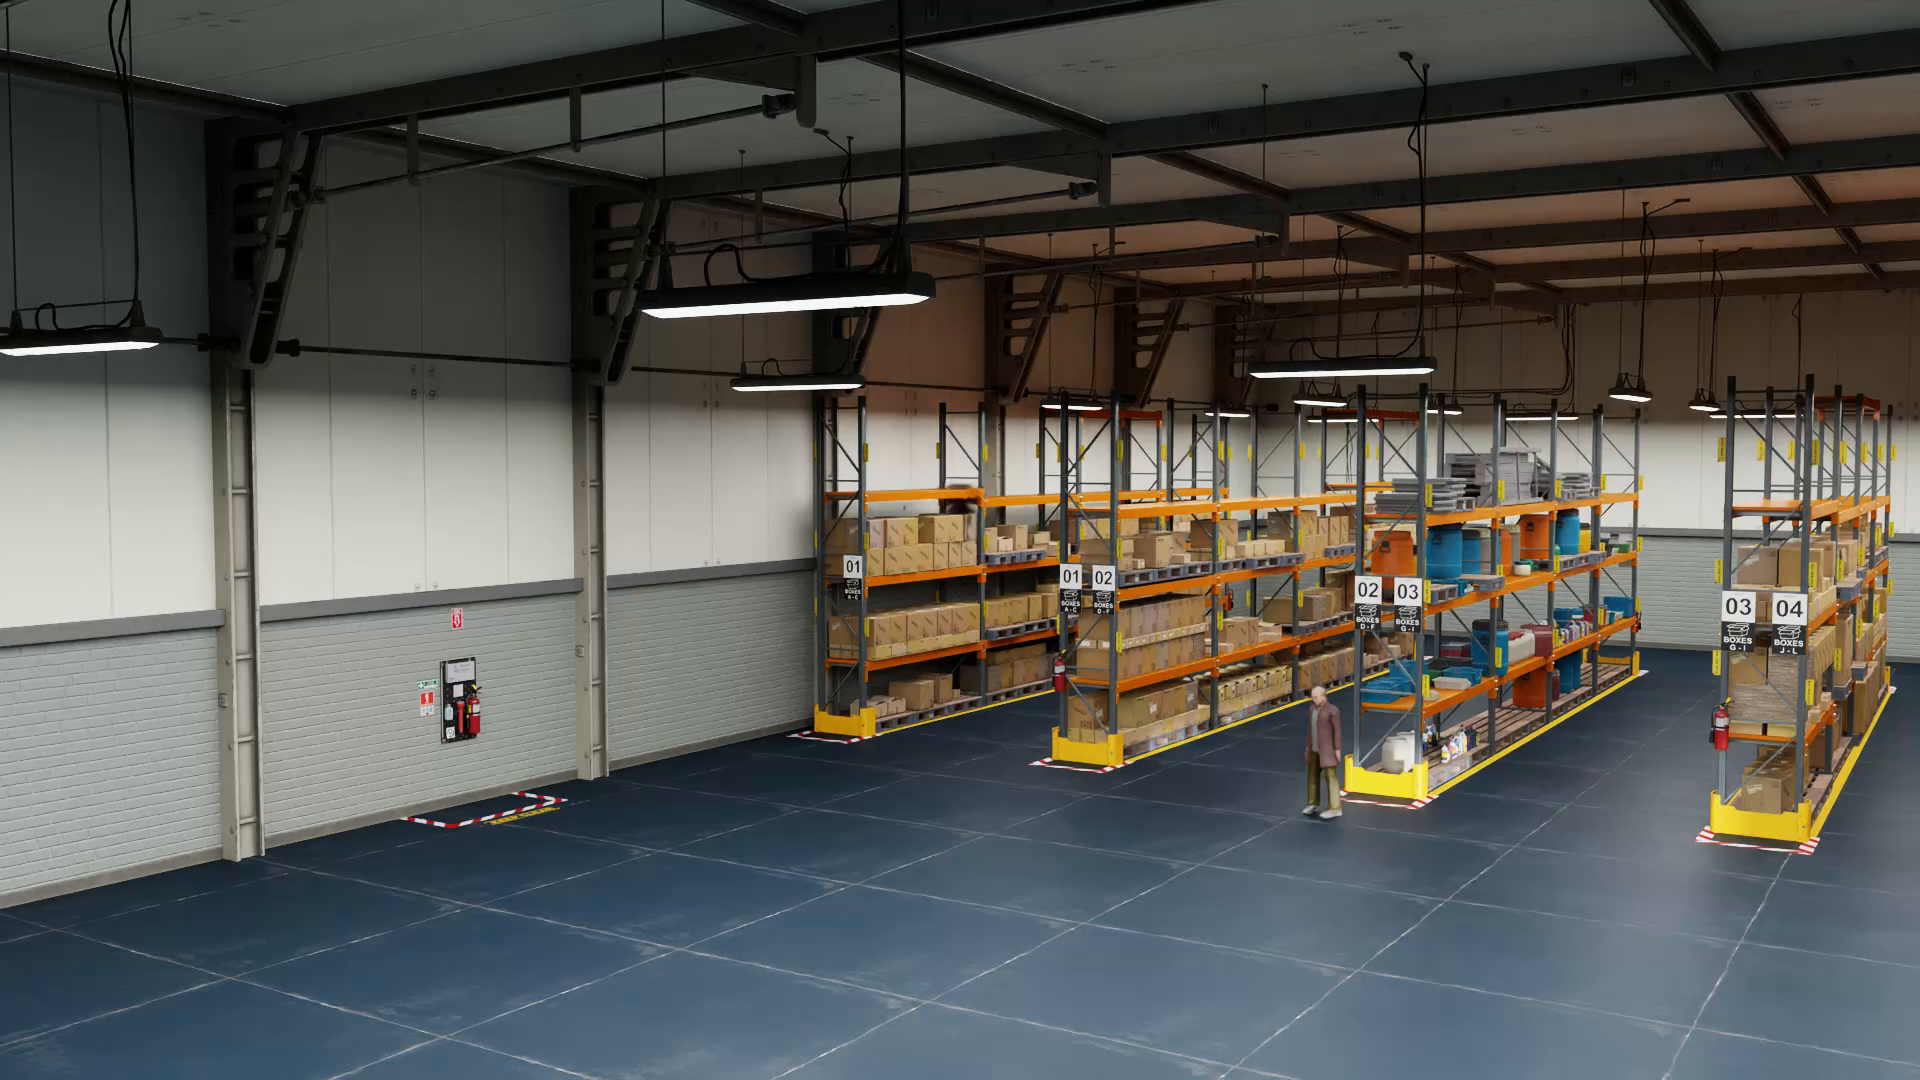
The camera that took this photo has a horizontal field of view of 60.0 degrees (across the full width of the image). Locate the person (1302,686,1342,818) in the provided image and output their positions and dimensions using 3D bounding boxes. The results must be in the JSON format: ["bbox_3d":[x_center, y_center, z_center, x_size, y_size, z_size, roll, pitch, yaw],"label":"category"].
[{"bbox_3d":[4.959,2.903,22.947,0.440,1.774,0.632,-2,4,-32],"label":"person"}]
